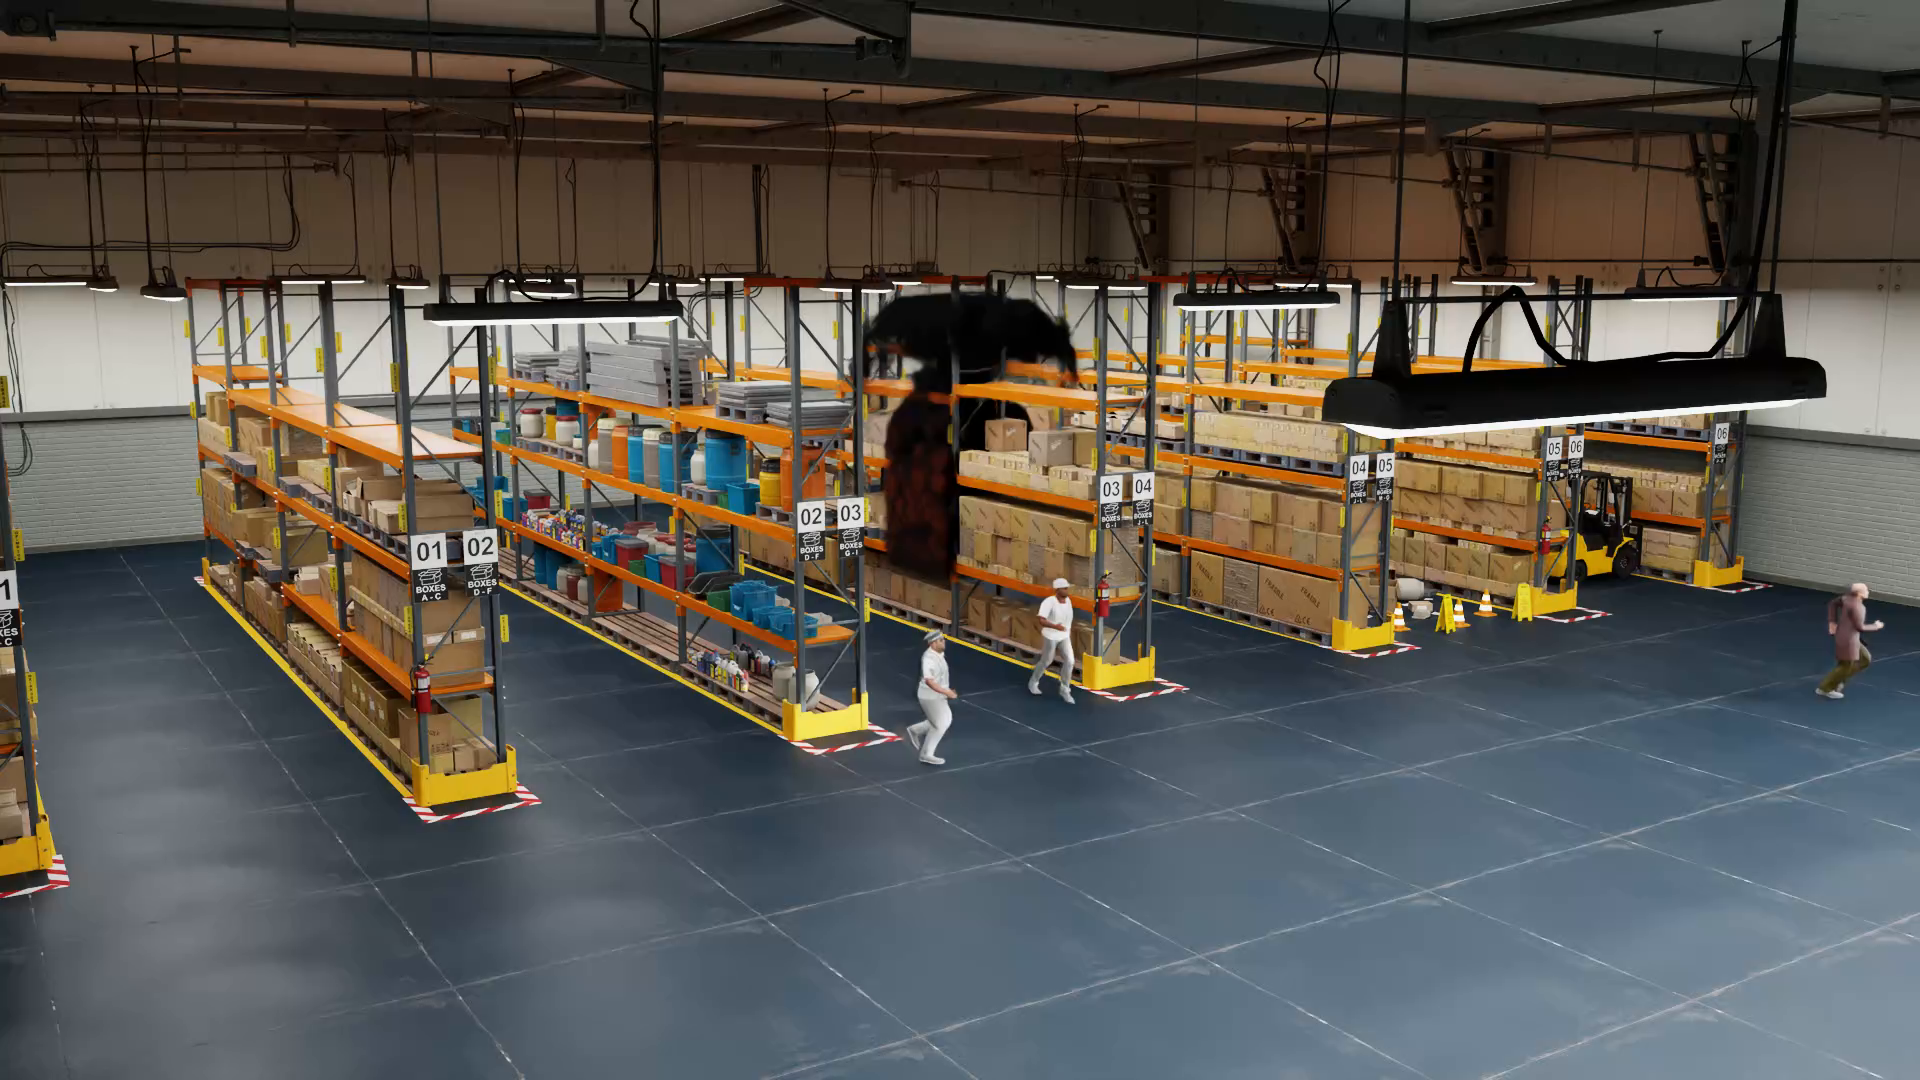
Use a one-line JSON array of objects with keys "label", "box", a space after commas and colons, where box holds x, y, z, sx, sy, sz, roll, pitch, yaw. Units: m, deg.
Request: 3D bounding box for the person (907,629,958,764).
[{"label": "person", "box": [-0.353, 1.966, 21.125, 0.668, 1.746, 0.696, 1, 10, 3]}]

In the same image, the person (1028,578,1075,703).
[{"label": "person", "box": [1.412, 1.443, 24.200, 0.745, 1.816, 0.782, -8, 12, -38]}]

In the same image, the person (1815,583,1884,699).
[{"label": "person", "box": [12.896, 1.458, 24.061, 0.793, 1.726, 0.759, 3, 10, 17]}]

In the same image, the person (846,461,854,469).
[{"label": "person", "box": [-2.777, -1.399, 41.495, 0.613, 1.643, 0.569, 9, 13, 43]}]
